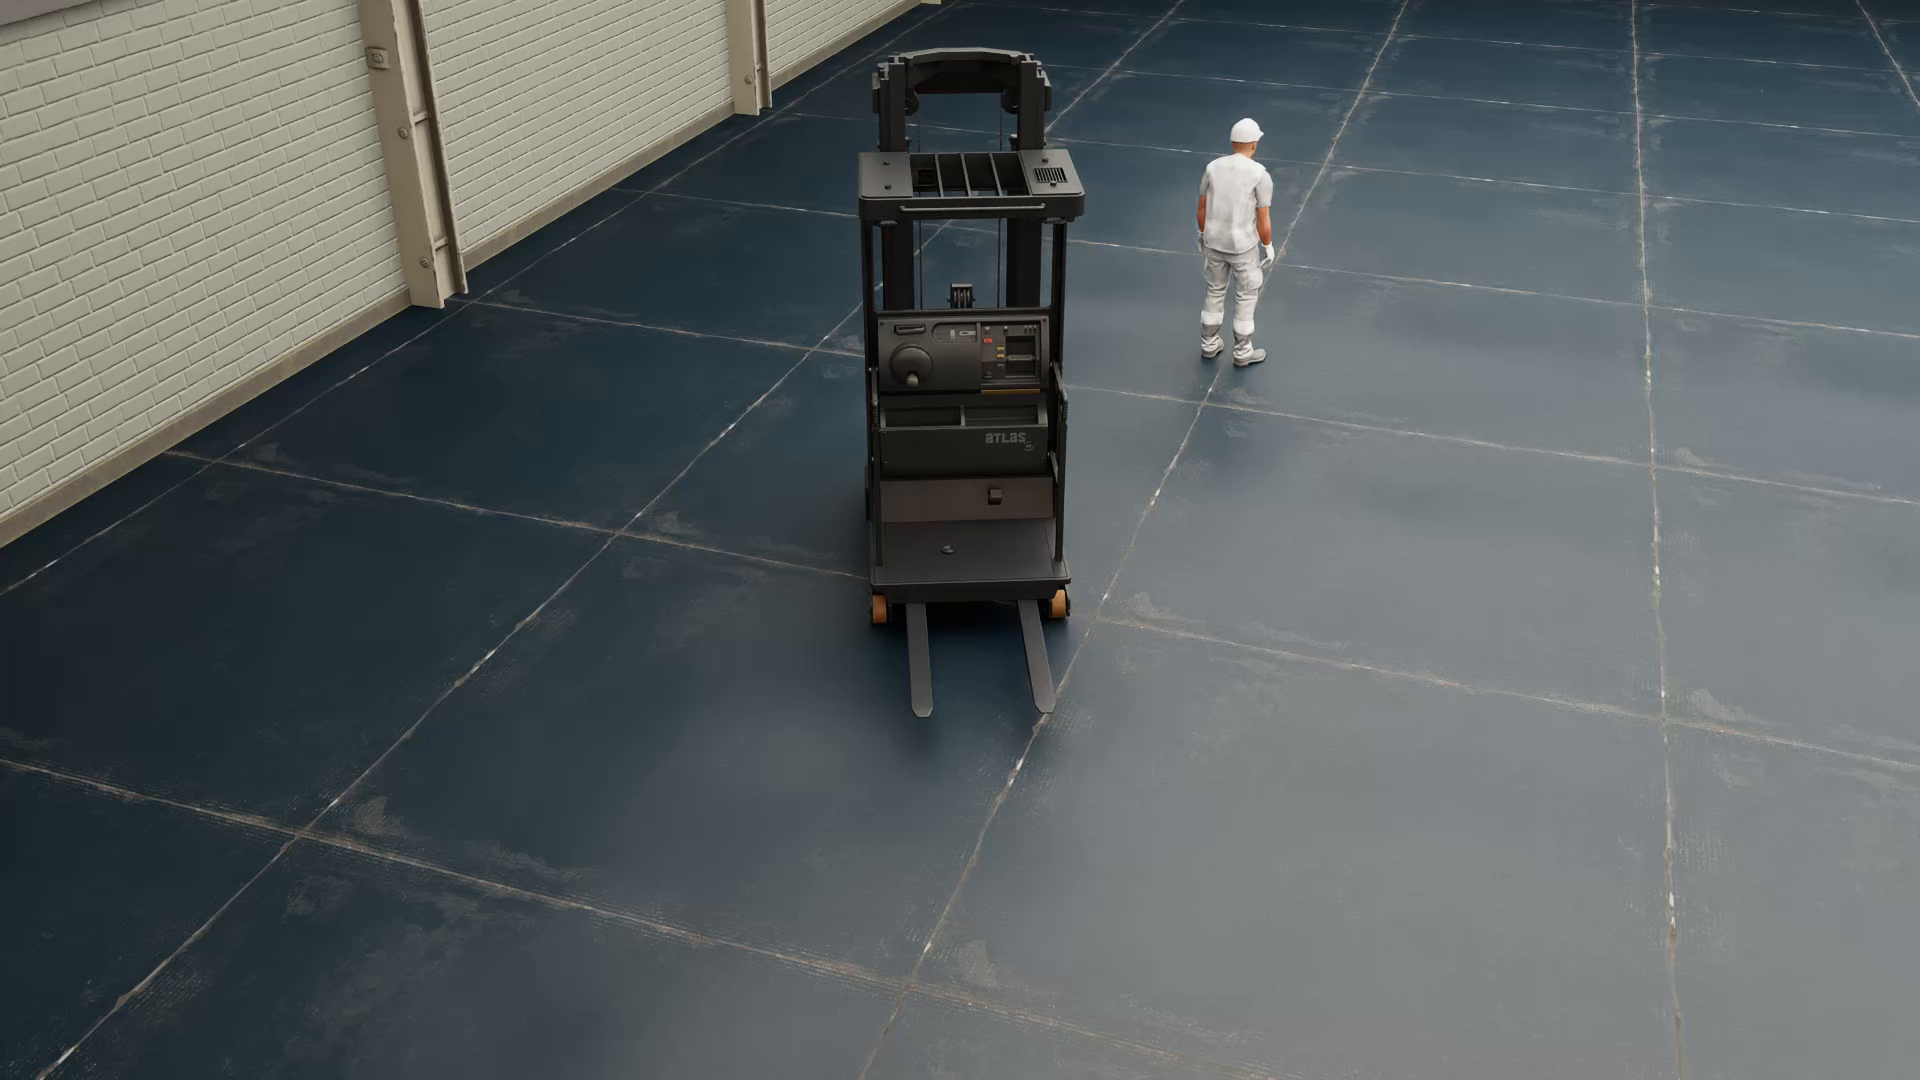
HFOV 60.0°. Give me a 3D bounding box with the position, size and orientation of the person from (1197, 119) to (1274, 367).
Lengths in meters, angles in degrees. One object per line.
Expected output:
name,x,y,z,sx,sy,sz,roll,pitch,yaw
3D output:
person,2.001,-2.156,12.085,0.609,1.779,0.454,20,35,31

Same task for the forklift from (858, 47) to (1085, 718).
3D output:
forklift,0.035,-0.972,8.842,1.130,2.935,3.031,-2,30,-3
